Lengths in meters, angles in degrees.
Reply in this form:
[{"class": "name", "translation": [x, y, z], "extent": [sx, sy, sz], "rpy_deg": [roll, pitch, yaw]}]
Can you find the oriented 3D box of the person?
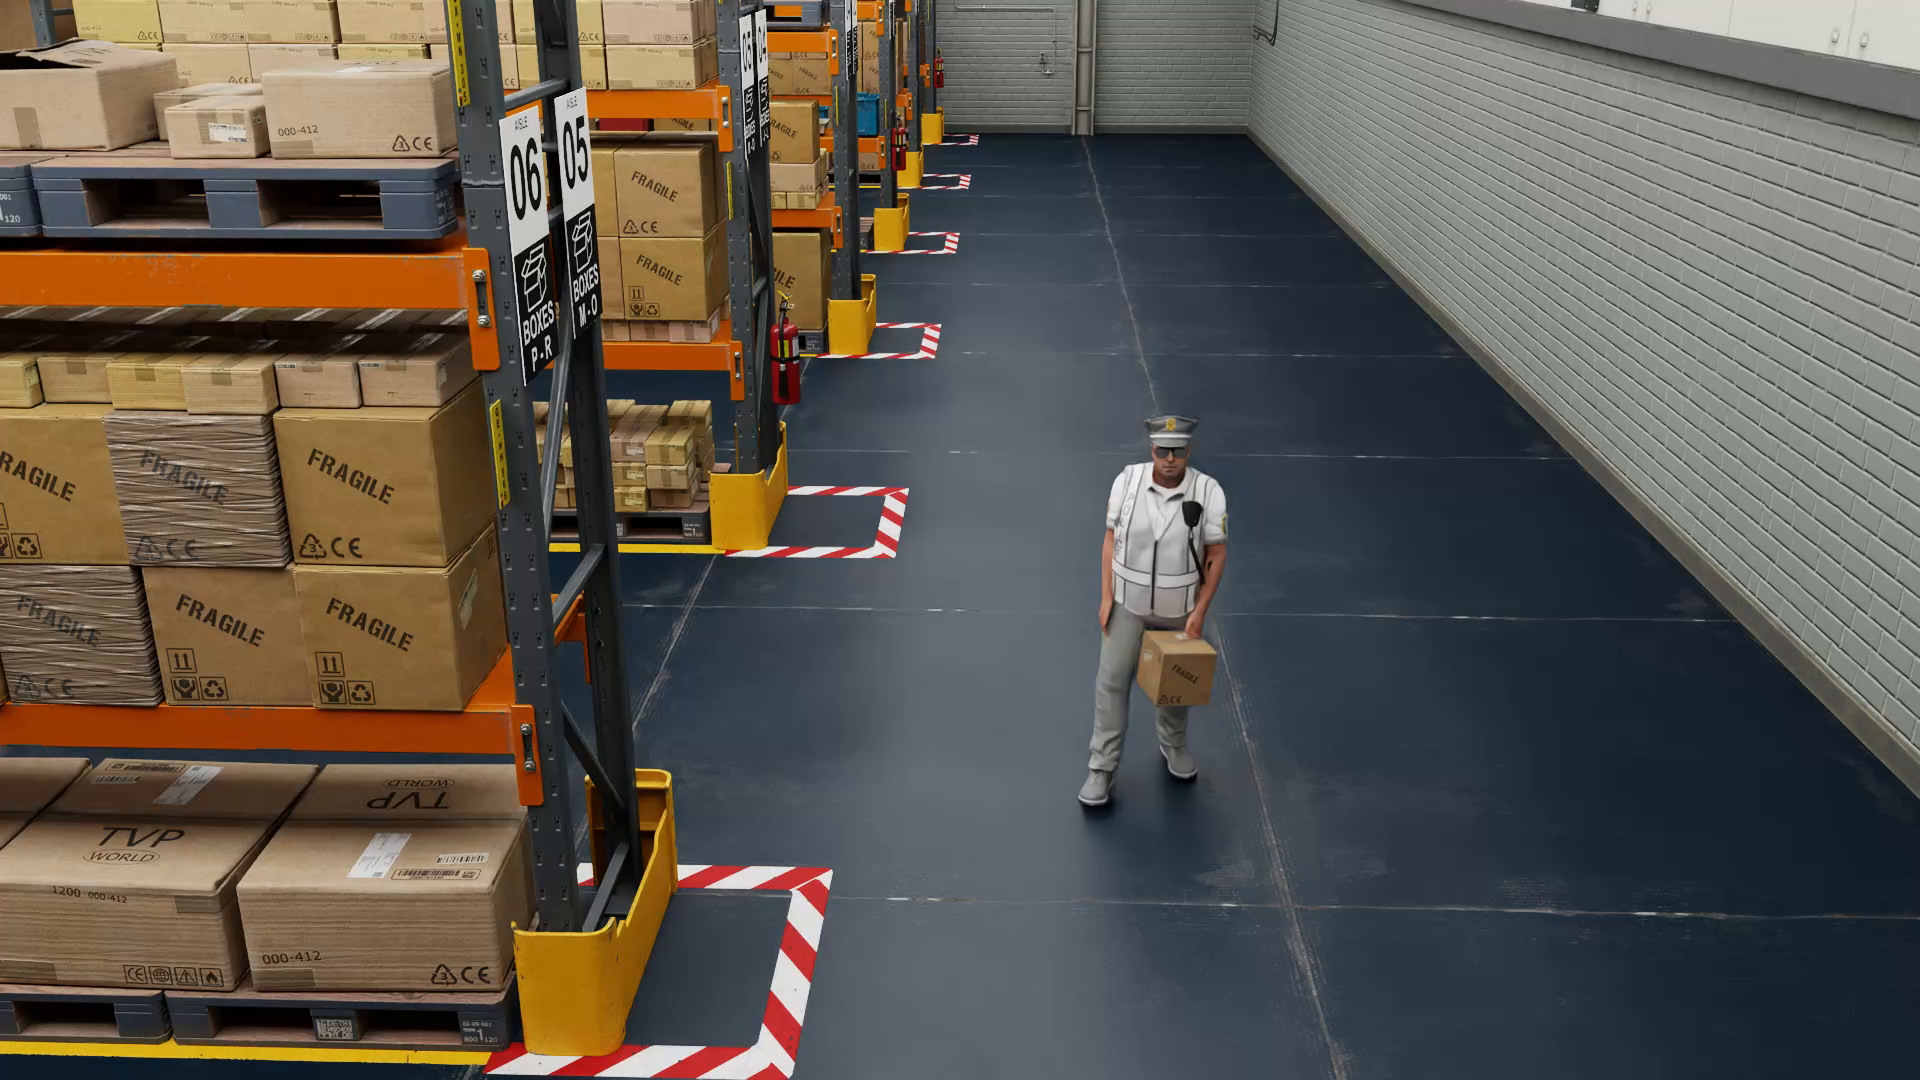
[{"class": "person", "translation": [0.866, 0.296, 7.323], "extent": [0.585, 1.760, 0.738], "rpy_deg": [4, 21, 10]}]
